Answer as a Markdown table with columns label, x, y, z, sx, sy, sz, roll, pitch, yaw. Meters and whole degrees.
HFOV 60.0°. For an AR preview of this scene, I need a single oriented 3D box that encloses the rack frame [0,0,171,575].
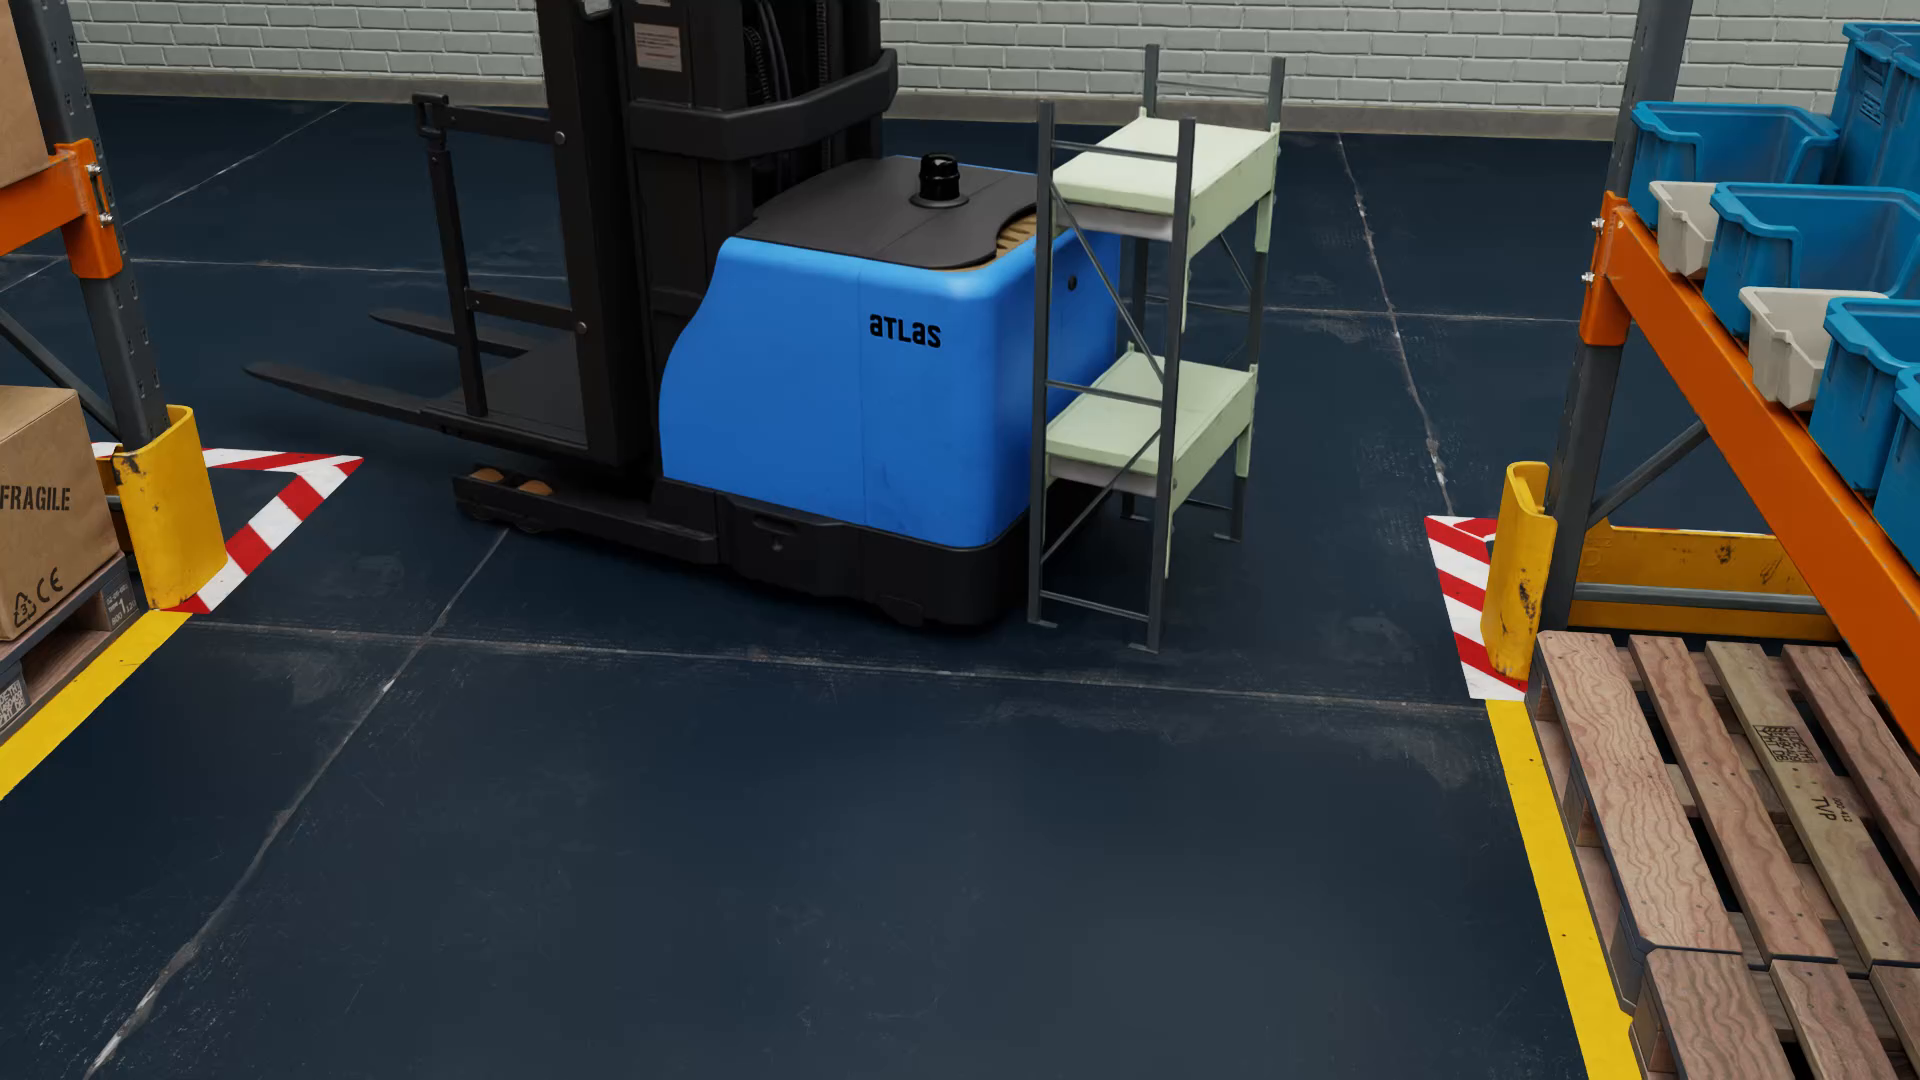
| label | x | y | z | sx | sy | sz | roll | pitch | yaw |
| --- | --- | --- | --- | --- | --- | --- | --- | --- | --- |
| rack frame | -2.841 | -1.264 | 4.434 | 1.000 | 3.000 | 0.127 | 3 | 28 | 6 |

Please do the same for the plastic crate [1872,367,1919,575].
| label | x | y | z | sx | sy | sz | roll | pitch | yaw |
| --- | --- | --- | --- | --- | --- | --- | --- | --- | --- |
| plastic crate | 1.520 | -0.069 | 2.329 | 0.416 | 0.233 | 0.300 | 3 | 28 | 6 |

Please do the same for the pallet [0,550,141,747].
| label | x | y | z | sx | sy | sz | roll | pitch | yaw |
| --- | --- | --- | --- | --- | --- | --- | --- | --- | --- |
| pallet | -2.947 | 0.374 | 4.333 | 1.003 | 0.211 | 1.213 | 3 | 28 | 6 |

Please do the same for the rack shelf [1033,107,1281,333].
| label | x | y | z | sx | sy | sz | roll | pitch | yaw |
| --- | --- | --- | --- | --- | --- | --- | --- | --- | --- |
| rack shelf | 0.542 | -0.882 | 4.483 | 0.431 | 0.370 | 0.720 | 13 | 31 | 23 |

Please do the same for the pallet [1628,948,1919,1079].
| label | x | y | z | sx | sy | sz | roll | pitch | yaw |
| --- | --- | --- | --- | --- | --- | --- | --- | --- | --- |
| pallet | 1.783 | 1.211 | 2.779 | 1.003 | 0.211 | 1.213 | 3 | 28 | 6 |

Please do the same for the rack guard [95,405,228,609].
| label | x | y | z | sx | sy | sz | roll | pitch | yaw |
| --- | --- | --- | --- | --- | --- | --- | --- | --- | --- |
| rack guard | -2.850 | -0.128 | 4.961 | 1.175 | 0.500 | 0.348 | 3 | 28 | 6 |

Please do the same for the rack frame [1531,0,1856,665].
| label | x | y | z | sx | sy | sz | roll | pitch | yaw |
| --- | --- | --- | --- | --- | --- | --- | --- | --- | --- |
| rack frame | 2.075 | -0.975 | 3.897 | 1.000 | 3.000 | 0.127 | 3 | 28 | 6 |

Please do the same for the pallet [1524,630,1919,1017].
| label | x | y | z | sx | sy | sz | roll | pitch | yaw |
| --- | --- | --- | --- | --- | --- | --- | --- | --- | --- |
| pallet | 1.935 | 0.639 | 3.842 | 1.003 | 0.211 | 1.213 | 3 | 28 | 6 |

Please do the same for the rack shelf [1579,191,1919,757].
| label | x | y | z | sx | sy | sz | roll | pitch | yaw |
| --- | --- | --- | --- | --- | --- | --- | --- | --- | --- |
| rack shelf | 1.830 | 0.283 | 2.320 | 1.077 | 0.370 | 4.000 | 3 | 28 | 6 |

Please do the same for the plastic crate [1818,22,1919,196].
| label | x | y | z | sx | sy | sz | roll | pitch | yaw |
| --- | --- | --- | --- | --- | --- | --- | --- | --- | --- |
| plastic crate | 2.219 | -0.848 | 3.562 | 0.616 | 0.435 | 0.499 | 3 | 28 | 6 |

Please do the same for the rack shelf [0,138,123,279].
| label | x | y | z | sx | sy | sz | roll | pitch | yaw |
| --- | --- | --- | --- | --- | --- | --- | --- | --- | --- |
| rack shelf | -3.086 | -0.006 | 2.858 | 1.077 | 0.370 | 4.000 | 3 | 28 | 6 |

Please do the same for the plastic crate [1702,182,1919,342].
| label | x | y | z | sx | sy | sz | roll | pitch | yaw |
| --- | --- | --- | --- | --- | --- | --- | --- | --- | --- |
| plastic crate | 1.637 | -0.521 | 3.167 | 0.416 | 0.233 | 0.300 | 3 | 28 | 6 |

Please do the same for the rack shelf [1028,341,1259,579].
| label | x | y | z | sx | sy | sz | roll | pitch | yaw |
| --- | --- | --- | --- | --- | --- | --- | --- | --- | --- |
| rack shelf | 0.542 | -0.251 | 4.823 | 0.431 | 0.370 | 0.720 | 13 | 31 | 23 |

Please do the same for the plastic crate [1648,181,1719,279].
| label | x | y | z | sx | sy | sz | roll | pitch | yaw |
| --- | --- | --- | --- | --- | --- | --- | --- | --- | --- |
| plastic crate | 1.597 | -0.642 | 3.494 | 0.250 | 0.136 | 0.298 | 3 | 28 | 6 |

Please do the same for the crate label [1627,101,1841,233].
| label | x | y | z | sx | sy | sz | roll | pitch | yaw |
| --- | --- | --- | --- | --- | --- | --- | --- | --- | --- |
| crate label | 1.718 | -0.830 | 3.742 | 0.416 | 0.233 | 0.303 | 3 | 28 | 6 |

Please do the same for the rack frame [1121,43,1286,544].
| label | x | y | z | sx | sy | sz | roll | pitch | yaw |
| --- | --- | --- | --- | --- | --- | --- | --- | --- | --- |
| rack frame | 0.705 | -0.694 | 4.956 | 0.400 | 1.500 | 0.023 | 13 | 31 | 23 |

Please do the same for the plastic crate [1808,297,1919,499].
| label | x | y | z | sx | sy | sz | roll | pitch | yaw |
| --- | --- | --- | --- | --- | --- | --- | --- | --- | --- |
| plastic crate | 1.557 | -0.211 | 2.592 | 0.416 | 0.233 | 0.300 | 3 | 28 | 6 |

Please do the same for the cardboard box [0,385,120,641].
| label | x | y | z | sx | sy | sz | roll | pitch | yaw |
| --- | --- | --- | --- | --- | --- | --- | --- | --- | --- |
| cardboard box | -2.663 | -0.087 | 4.421 | 0.500 | 0.500 | 0.500 | 3 | 28 | 6 |

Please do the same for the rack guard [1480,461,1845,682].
| label | x | y | z | sx | sy | sz | roll | pitch | yaw |
| --- | --- | --- | --- | --- | --- | --- | --- | --- | --- |
| rack guard | 2.065 | 0.114 | 4.512 | 1.175 | 0.500 | 0.348 | 3 | 28 | 6 |

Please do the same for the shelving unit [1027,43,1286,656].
| label | x | y | z | sx | sy | sz | roll | pitch | yaw |
| --- | --- | --- | --- | --- | --- | --- | --- | --- | --- |
| shelving unit | 0.542 | -0.538 | 4.668 | 0.431 | 1.500 | 0.755 | 13 | 31 | 23 |

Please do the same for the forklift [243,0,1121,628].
| label | x | y | z | sx | sy | sz | roll | pitch | yaw |
| --- | --- | --- | --- | --- | --- | --- | --- | --- | --- |
| forklift | -1.052 | -1.518 | 4.977 | 3.031 | 2.935 | 1.130 | 14 | 31 | 24 |

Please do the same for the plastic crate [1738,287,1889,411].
| label | x | y | z | sx | sy | sz | roll | pitch | yaw |
| --- | --- | --- | --- | --- | --- | --- | --- | --- | --- |
| plastic crate | 1.513 | -0.323 | 2.901 | 0.250 | 0.136 | 0.298 | 3 | 28 | 6 |

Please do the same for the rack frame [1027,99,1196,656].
| label | x | y | z | sx | sy | sz | roll | pitch | yaw |
| --- | --- | --- | --- | --- | --- | --- | --- | --- | --- |
| rack frame | 0.378 | -0.383 | 4.380 | 0.400 | 1.500 | 0.023 | 13 | 31 | 23 |

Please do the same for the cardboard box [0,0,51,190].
| label | x | y | z | sx | sy | sz | roll | pitch | yaw |
| --- | --- | --- | --- | --- | --- | --- | --- | --- | --- |
| cardboard box | -2.625 | -1.082 | 3.990 | 0.500 | 0.500 | 0.500 | 4 | 29 | 8 |
